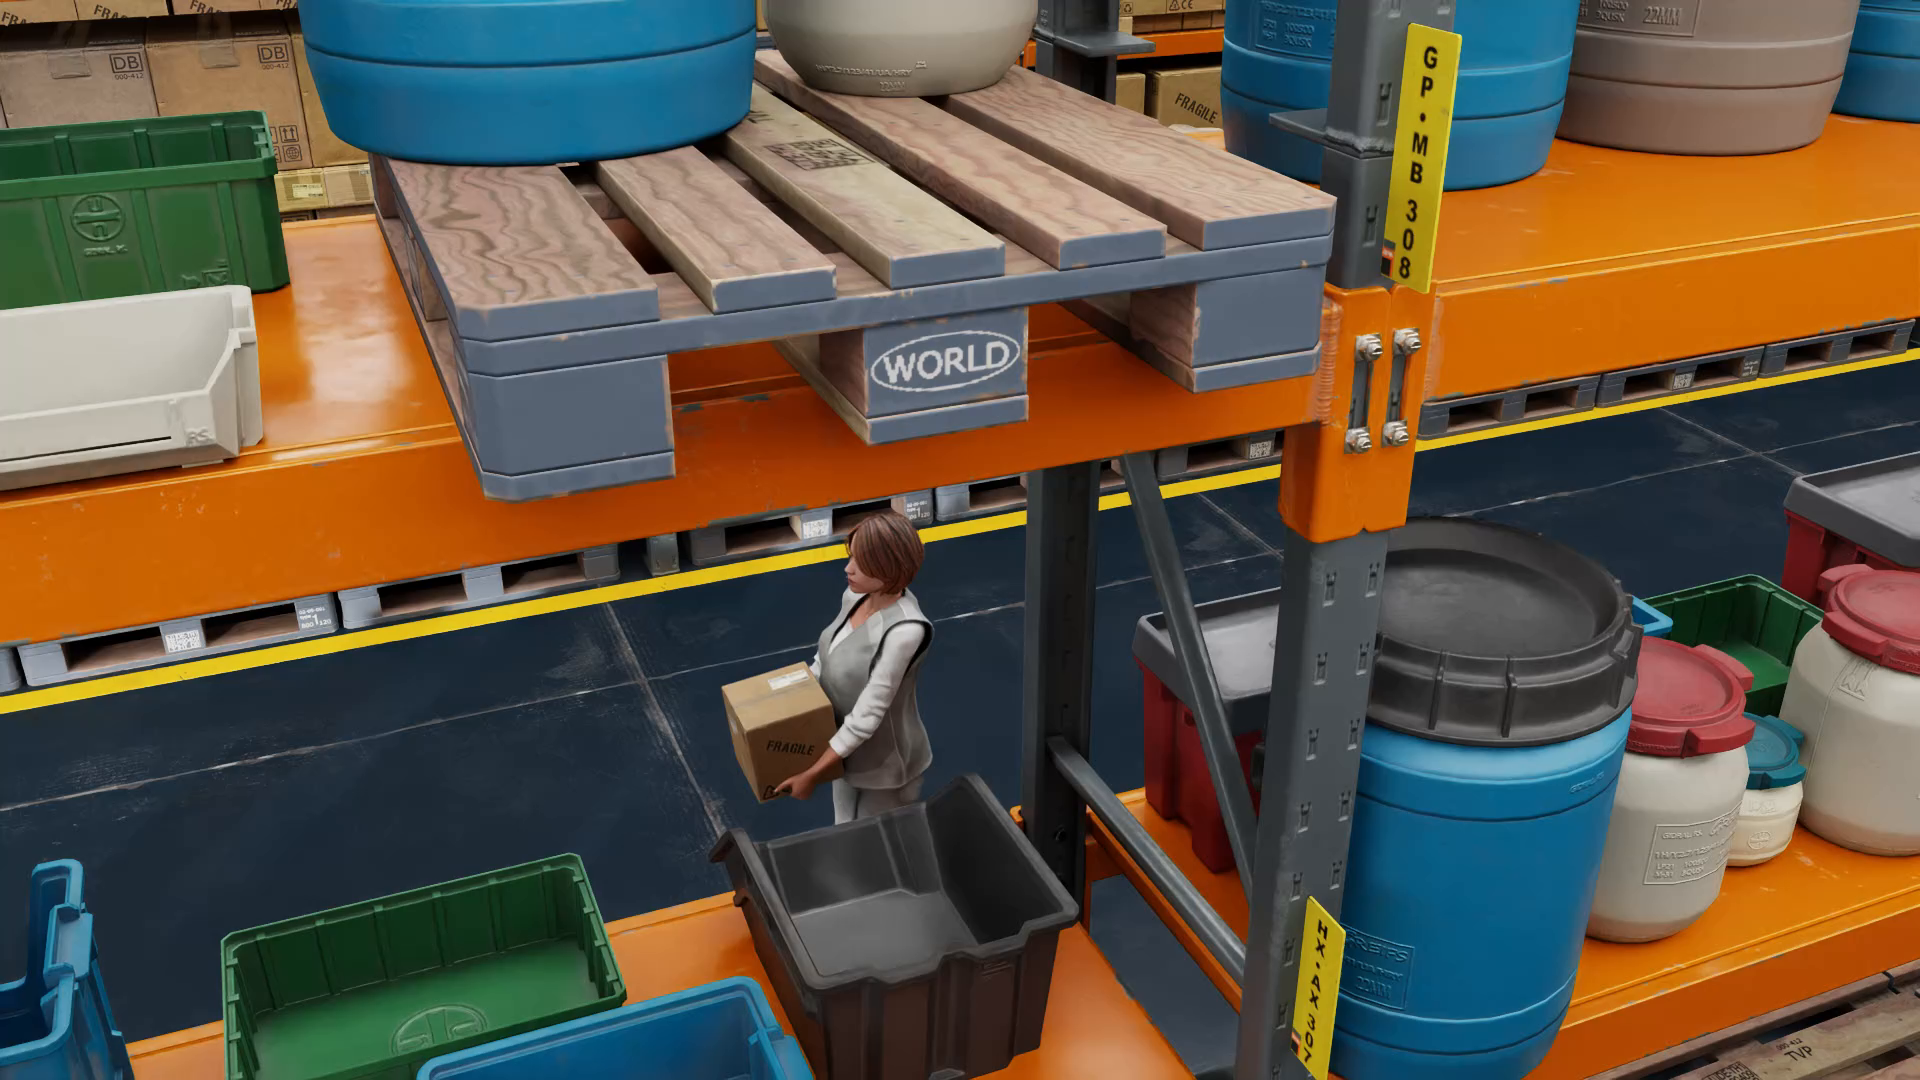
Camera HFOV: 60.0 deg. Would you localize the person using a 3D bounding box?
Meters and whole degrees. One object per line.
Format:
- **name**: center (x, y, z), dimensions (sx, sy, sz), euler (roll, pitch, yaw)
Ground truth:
- **person**: center (-0.331, 0.662, 4.792), dimensions (0.494, 1.594, 0.404), euler (-10, 28, -20)
